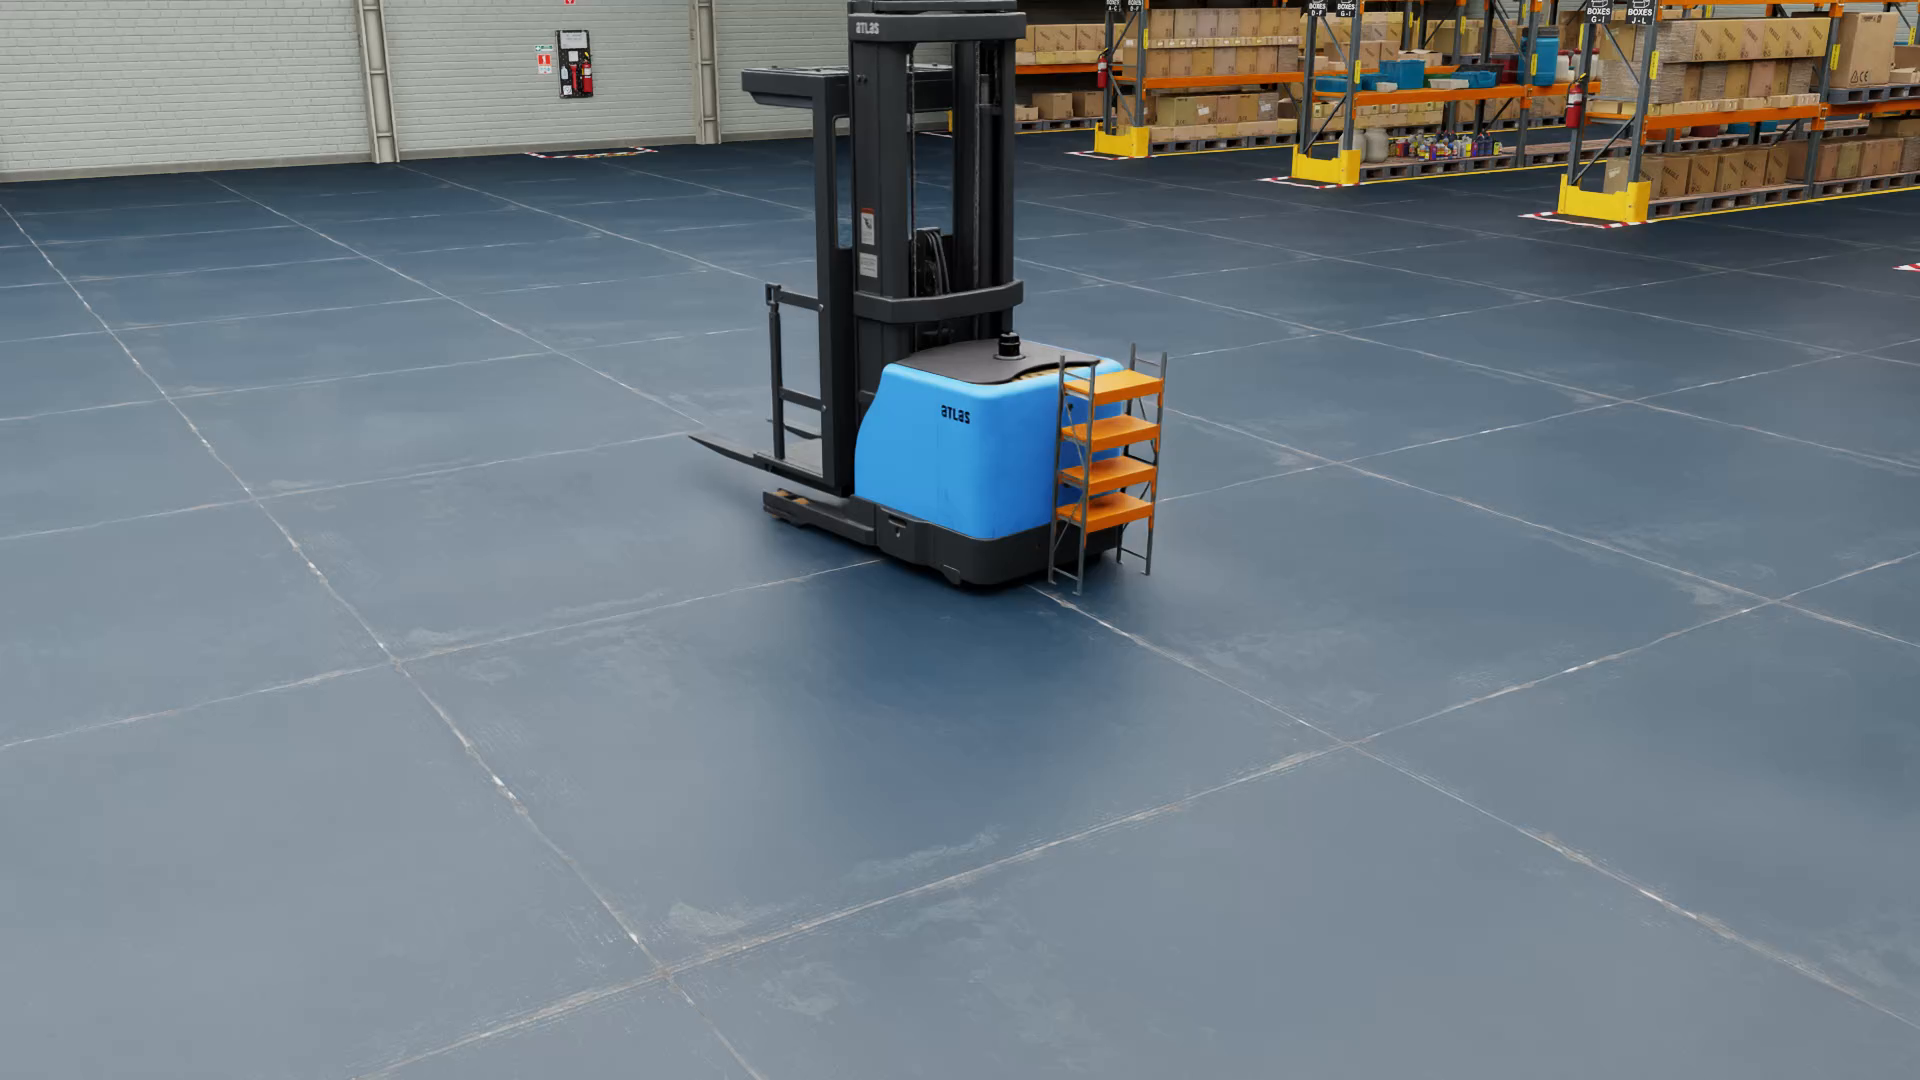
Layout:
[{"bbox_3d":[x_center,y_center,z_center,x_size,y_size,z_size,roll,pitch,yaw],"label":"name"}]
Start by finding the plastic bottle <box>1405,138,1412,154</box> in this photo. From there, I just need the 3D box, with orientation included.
[{"bbox_3d":[7.234,-6.382,27.004,0.135,0.276,0.152,-13,22,-33],"label":"plastic bottle"}]

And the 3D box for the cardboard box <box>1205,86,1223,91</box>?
[{"bbox_3d":[5.366,-9.749,36.615,0.500,0.500,0.700,-12,22,-32],"label":"cardboard box"}]

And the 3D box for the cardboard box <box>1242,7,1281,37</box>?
[{"bbox_3d":[5.430,-9.484,30.433,0.500,0.500,0.700,-12,22,-32],"label":"cardboard box"}]

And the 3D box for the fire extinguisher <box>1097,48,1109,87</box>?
[{"bbox_3d":[2.524,-8.354,29.392,0.183,0.674,0.296,-12,22,-31],"label":"fire extinguisher"}]

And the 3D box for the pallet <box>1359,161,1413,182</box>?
[{"bbox_3d":[6.318,-5.808,26.095,1.213,0.211,1.003,-12,22,-31],"label":"pallet"}]

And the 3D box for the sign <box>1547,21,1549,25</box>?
[{"bbox_3d":[12.596,-10.954,35.612,0.005,0.325,0.100,-12,22,-31],"label":"sign"}]

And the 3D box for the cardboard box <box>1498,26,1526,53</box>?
[{"bbox_3d":[11.459,-10.319,34.273,0.700,0.500,0.500,16,24,39],"label":"cardboard box"}]

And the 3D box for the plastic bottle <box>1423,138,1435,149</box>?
[{"bbox_3d":[7.627,-6.409,27.086,0.135,0.276,0.152,-12,22,-31],"label":"plastic bottle"}]

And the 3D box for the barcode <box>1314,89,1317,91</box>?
[{"bbox_3d":[6.661,-8.404,31.137,0.075,0.075,0.001,-12,22,-31],"label":"barcode"}]

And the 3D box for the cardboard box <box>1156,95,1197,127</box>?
[{"bbox_3d":[3.865,-7.662,29.692,0.500,0.500,0.500,-12,22,-31],"label":"cardboard box"}]

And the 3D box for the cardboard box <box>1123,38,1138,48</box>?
[{"bbox_3d":[3.093,-8.760,29.303,0.250,0.149,0.380,-12,22,-32],"label":"cardboard box"}]

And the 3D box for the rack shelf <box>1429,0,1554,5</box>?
[{"bbox_3d":[11.230,-11.128,33.918,4.000,0.370,1.077,-12,22,-31],"label":"rack shelf"}]

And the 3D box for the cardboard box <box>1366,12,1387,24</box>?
[{"bbox_3d":[9.491,-12.040,38.351,0.500,0.250,0.500,-11,22,-30],"label":"cardboard box"}]

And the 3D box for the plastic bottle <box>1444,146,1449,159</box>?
[{"bbox_3d":[7.738,-6.176,26.510,0.097,0.201,0.097,0,19,0],"label":"plastic bottle"}]

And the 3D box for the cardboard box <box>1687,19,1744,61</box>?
[{"bbox_3d":[9.771,-6.497,21.597,0.500,0.500,0.500,-12,22,-31],"label":"cardboard box"}]

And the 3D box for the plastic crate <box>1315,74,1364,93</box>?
[{"bbox_3d":[5.853,-7.059,25.674,0.616,0.251,0.499,-12,22,-31],"label":"plastic crate"}]

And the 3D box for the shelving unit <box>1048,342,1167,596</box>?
[{"bbox_3d":[0.742,-0.361,8.420,0.503,1.200,0.258,-15,26,-37],"label":"shelving unit"}]

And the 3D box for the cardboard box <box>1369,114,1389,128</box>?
[{"bbox_3d":[7.976,-8.164,32.346,0.500,0.250,0.500,-11,22,-30],"label":"cardboard box"}]

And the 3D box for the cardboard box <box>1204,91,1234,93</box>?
[{"bbox_3d":[4.824,-8.069,30.895,0.500,0.500,0.500,-12,22,-31],"label":"cardboard box"}]

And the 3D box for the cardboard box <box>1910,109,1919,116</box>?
[{"bbox_3d":[15.593,-6.354,26.018,0.875,0.875,1.225,-13,23,-34],"label":"cardboard box"}]

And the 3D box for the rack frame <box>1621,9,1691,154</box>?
[{"bbox_3d":[12.281,-8.370,29.320,0.127,3.000,1.000,-12,22,-31],"label":"rack frame"}]

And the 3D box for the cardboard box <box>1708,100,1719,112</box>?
[{"bbox_3d":[9.733,-5.726,21.890,0.250,0.149,0.380,-12,22,-31],"label":"cardboard box"}]

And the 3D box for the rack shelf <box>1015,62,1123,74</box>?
[{"bbox_3d":[1.821,-9.623,34.148,4.000,0.370,1.077,-12,22,-31],"label":"rack shelf"}]

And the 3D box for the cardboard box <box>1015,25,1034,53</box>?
[{"bbox_3d":[1.133,-9.993,33.152,0.500,0.500,0.500,-12,22,-31],"label":"cardboard box"}]

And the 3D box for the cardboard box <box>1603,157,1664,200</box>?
[{"bbox_3d":[8.854,-4.757,21.879,0.500,0.500,0.500,-8,20,-21],"label":"cardboard box"}]

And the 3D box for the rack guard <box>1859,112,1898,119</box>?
[{"bbox_3d":[18.975,-8.603,33.912,0.348,0.500,1.175,-12,22,-31],"label":"rack guard"}]

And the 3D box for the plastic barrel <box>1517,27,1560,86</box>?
[{"bbox_3d":[9.429,-7.890,27.118,0.708,0.901,0.600,-12,22,-31],"label":"plastic barrel"}]

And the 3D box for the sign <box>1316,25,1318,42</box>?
[{"bbox_3d":[6.525,-9.291,30.568,0.005,0.325,0.100,-12,22,-31],"label":"sign"}]

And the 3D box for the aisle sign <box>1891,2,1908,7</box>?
[{"bbox_3d":[18.859,-11.103,33.345,0.004,0.787,0.394,-12,22,-31],"label":"aisle sign"}]

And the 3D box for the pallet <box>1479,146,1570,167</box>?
[{"bbox_3d":[9.575,-6.494,28.123,1.213,0.211,1.003,-12,22,-31],"label":"pallet"}]

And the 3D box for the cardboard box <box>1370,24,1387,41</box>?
[{"bbox_3d":[9.505,-11.681,38.462,0.500,0.500,0.500,-12,22,-31],"label":"cardboard box"}]

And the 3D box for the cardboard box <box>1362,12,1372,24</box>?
[{"bbox_3d":[9.065,-11.950,38.086,0.500,0.250,0.500,-11,22,-30],"label":"cardboard box"}]

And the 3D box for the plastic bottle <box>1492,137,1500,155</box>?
[{"bbox_3d":[8.720,-6.415,27.089,0.133,0.283,0.061,-11,21,-29],"label":"plastic bottle"}]

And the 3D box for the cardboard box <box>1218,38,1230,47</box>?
[{"bbox_3d":[4.609,-8.924,29.788,0.250,0.149,0.380,-12,22,-31],"label":"cardboard box"}]

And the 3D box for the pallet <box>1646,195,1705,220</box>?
[{"bbox_3d":[9.085,-4.463,22.115,1.213,0.211,1.003,-12,22,-31],"label":"pallet"}]

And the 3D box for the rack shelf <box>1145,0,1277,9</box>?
[{"bbox_3d":[4.549,-9.719,29.750,4.000,0.370,1.077,-12,22,-31],"label":"rack shelf"}]

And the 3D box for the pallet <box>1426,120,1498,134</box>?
[{"bbox_3d":[10.204,-8.496,34.047,1.213,0.211,1.003,-12,22,-31],"label":"pallet"}]

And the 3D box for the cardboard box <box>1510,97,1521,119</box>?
[{"bbox_3d":[11.386,-8.998,34.393,0.500,0.500,0.500,-13,23,-33],"label":"cardboard box"}]

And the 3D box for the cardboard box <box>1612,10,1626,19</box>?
[{"bbox_3d":[13.879,-11.020,35.441,0.500,0.500,0.500,-13,22,-33],"label":"cardboard box"}]

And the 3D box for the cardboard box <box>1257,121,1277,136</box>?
[{"bbox_3d":[5.529,-7.662,30.863,0.500,0.250,0.500,-12,22,-31],"label":"cardboard box"}]

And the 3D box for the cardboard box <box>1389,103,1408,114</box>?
[{"bbox_3d":[8.404,-8.518,32.520,0.500,0.311,0.500,-12,22,-32],"label":"cardboard box"}]

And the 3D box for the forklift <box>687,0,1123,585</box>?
[{"bbox_3d":[-0.484,-1.555,9.268,1.130,2.935,3.031,-16,24,-39],"label":"forklift"}]

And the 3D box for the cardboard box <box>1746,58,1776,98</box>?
[{"bbox_3d":[10.455,-6.273,22.496,0.500,0.500,0.875,-12,22,-31],"label":"cardboard box"}]

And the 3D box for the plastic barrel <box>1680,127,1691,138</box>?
[{"bbox_3d":[13.102,-7.605,30.285,0.421,0.512,0.421,0,19,0],"label":"plastic barrel"}]

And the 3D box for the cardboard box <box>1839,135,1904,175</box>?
[{"bbox_3d":[13.530,-5.744,24.767,0.500,0.500,0.700,-10,21,-27],"label":"cardboard box"}]

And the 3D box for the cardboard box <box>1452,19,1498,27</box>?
[{"bbox_3d":[12.492,-12.348,40.617,0.700,0.700,0.980,-12,22,-32],"label":"cardboard box"}]

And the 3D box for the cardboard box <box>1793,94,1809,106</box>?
[{"bbox_3d":[11.432,-6.064,22.891,0.250,0.149,0.380,-12,22,-31],"label":"cardboard box"}]

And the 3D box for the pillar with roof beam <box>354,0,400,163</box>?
[{"bbox_3d":[-7.395,-9.543,23.421,0.400,9.000,9.100,-12,22,-31],"label":"pillar with roof beam"}]

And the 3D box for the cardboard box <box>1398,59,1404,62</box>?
[{"bbox_3d":[8.526,-9.337,32.573,0.250,0.149,0.380,-10,21,-27],"label":"cardboard box"}]

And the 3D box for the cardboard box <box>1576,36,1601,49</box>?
[{"bbox_3d":[13.476,-10.465,35.359,0.500,0.500,0.500,-11,22,-30],"label":"cardboard box"}]
